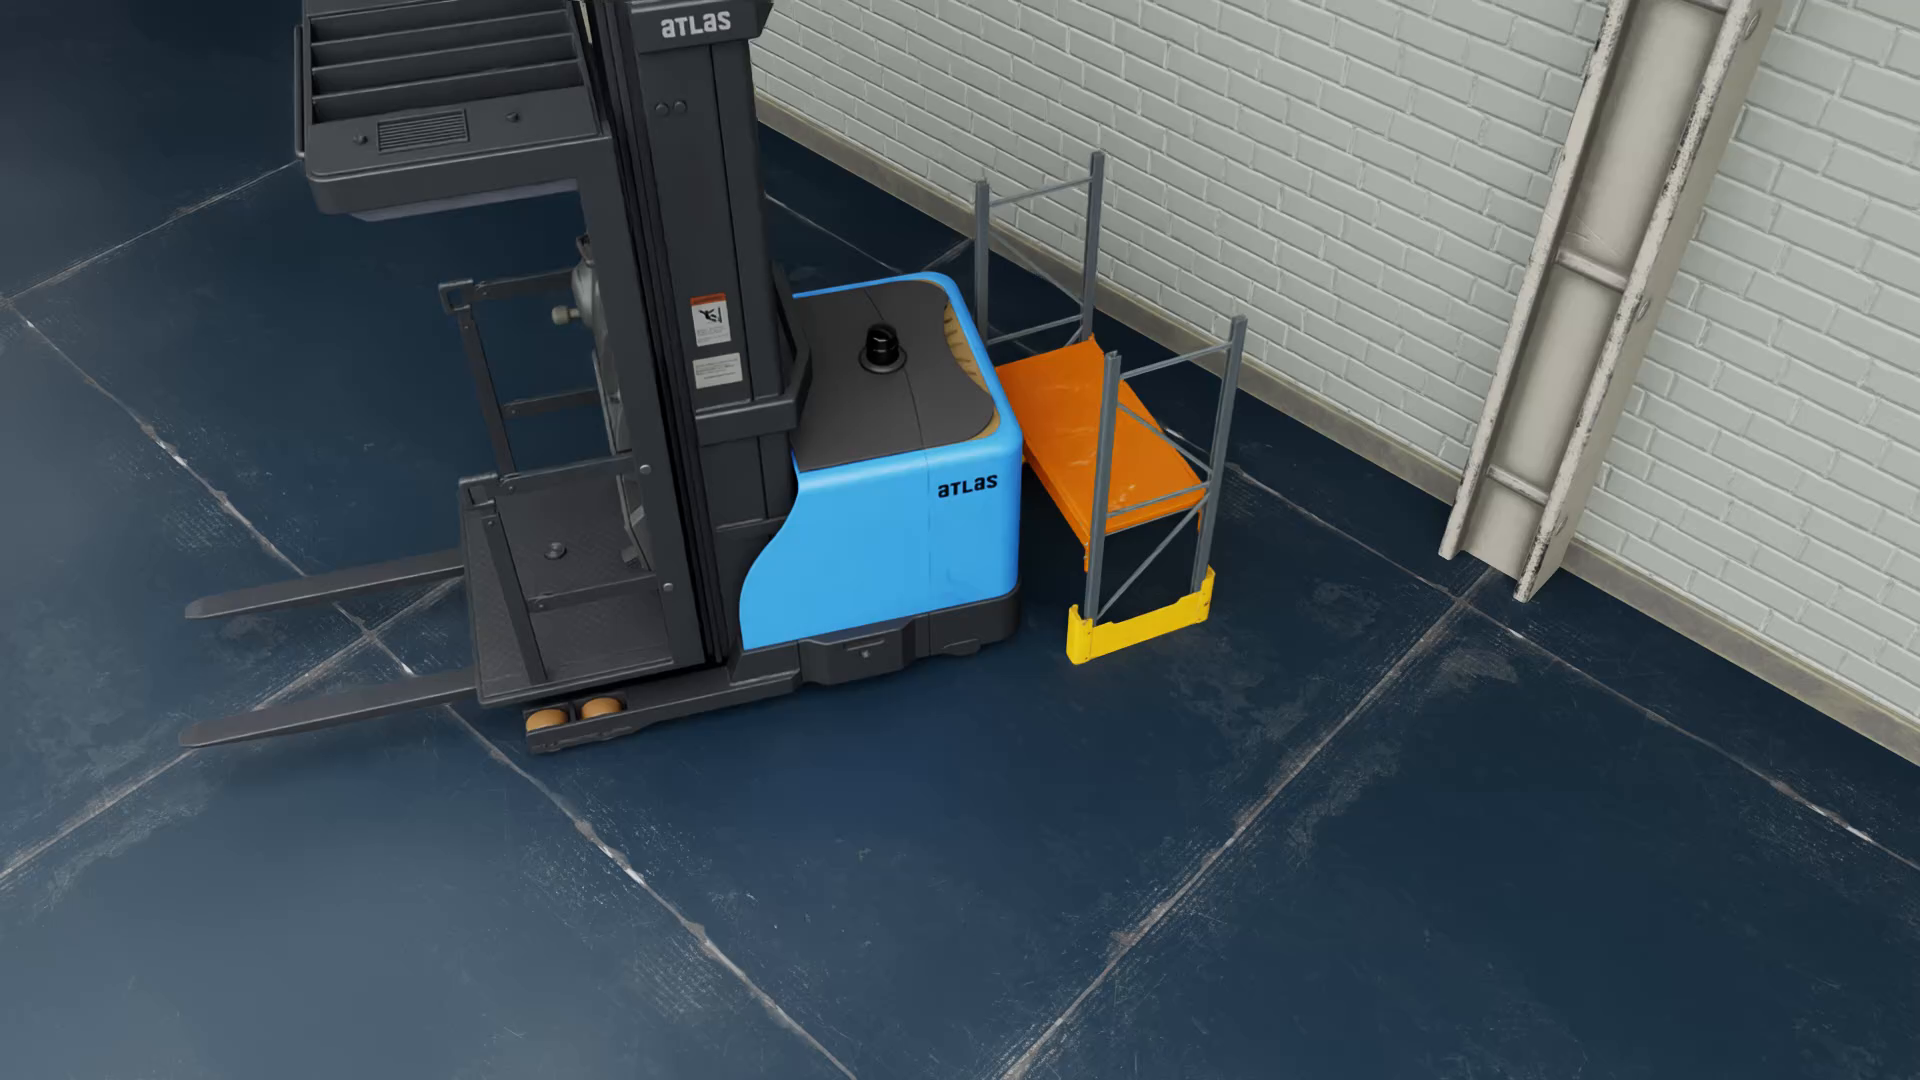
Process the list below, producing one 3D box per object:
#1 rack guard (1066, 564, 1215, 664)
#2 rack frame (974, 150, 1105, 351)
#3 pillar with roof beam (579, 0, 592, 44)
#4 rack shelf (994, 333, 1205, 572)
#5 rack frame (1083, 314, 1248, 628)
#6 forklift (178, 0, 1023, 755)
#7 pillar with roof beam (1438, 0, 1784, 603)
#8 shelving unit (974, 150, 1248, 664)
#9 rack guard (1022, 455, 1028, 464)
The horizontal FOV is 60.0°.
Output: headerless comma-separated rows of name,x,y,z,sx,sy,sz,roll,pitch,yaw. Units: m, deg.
rack guard,0.685,0.278,6.318,0.587,0.250,0.087,-18,49,-16
rack frame,0.289,-0.817,6.489,0.500,1.500,0.032,-18,49,-16
pillar with roof beam,-5.156,-3.671,4.024,0.400,9.000,9.100,34,55,28
rack shelf,0.491,-0.354,6.300,0.538,0.185,1.000,-18,49,-16
rack frame,0.693,-0.137,5.850,0.500,1.500,0.032,-18,49,-16
forklift,-1.346,-0.666,5.364,3.031,2.935,1.130,-11,48,-11
pillar with roof beam,-0.747,-0.704,1.238,0.400,9.000,9.100,34,55,28
shelving unit,0.487,-0.483,6.175,0.587,1.500,1.083,-18,49,-16
rack guard,0.289,-0.389,6.943,0.587,0.250,0.087,-18,49,-16
